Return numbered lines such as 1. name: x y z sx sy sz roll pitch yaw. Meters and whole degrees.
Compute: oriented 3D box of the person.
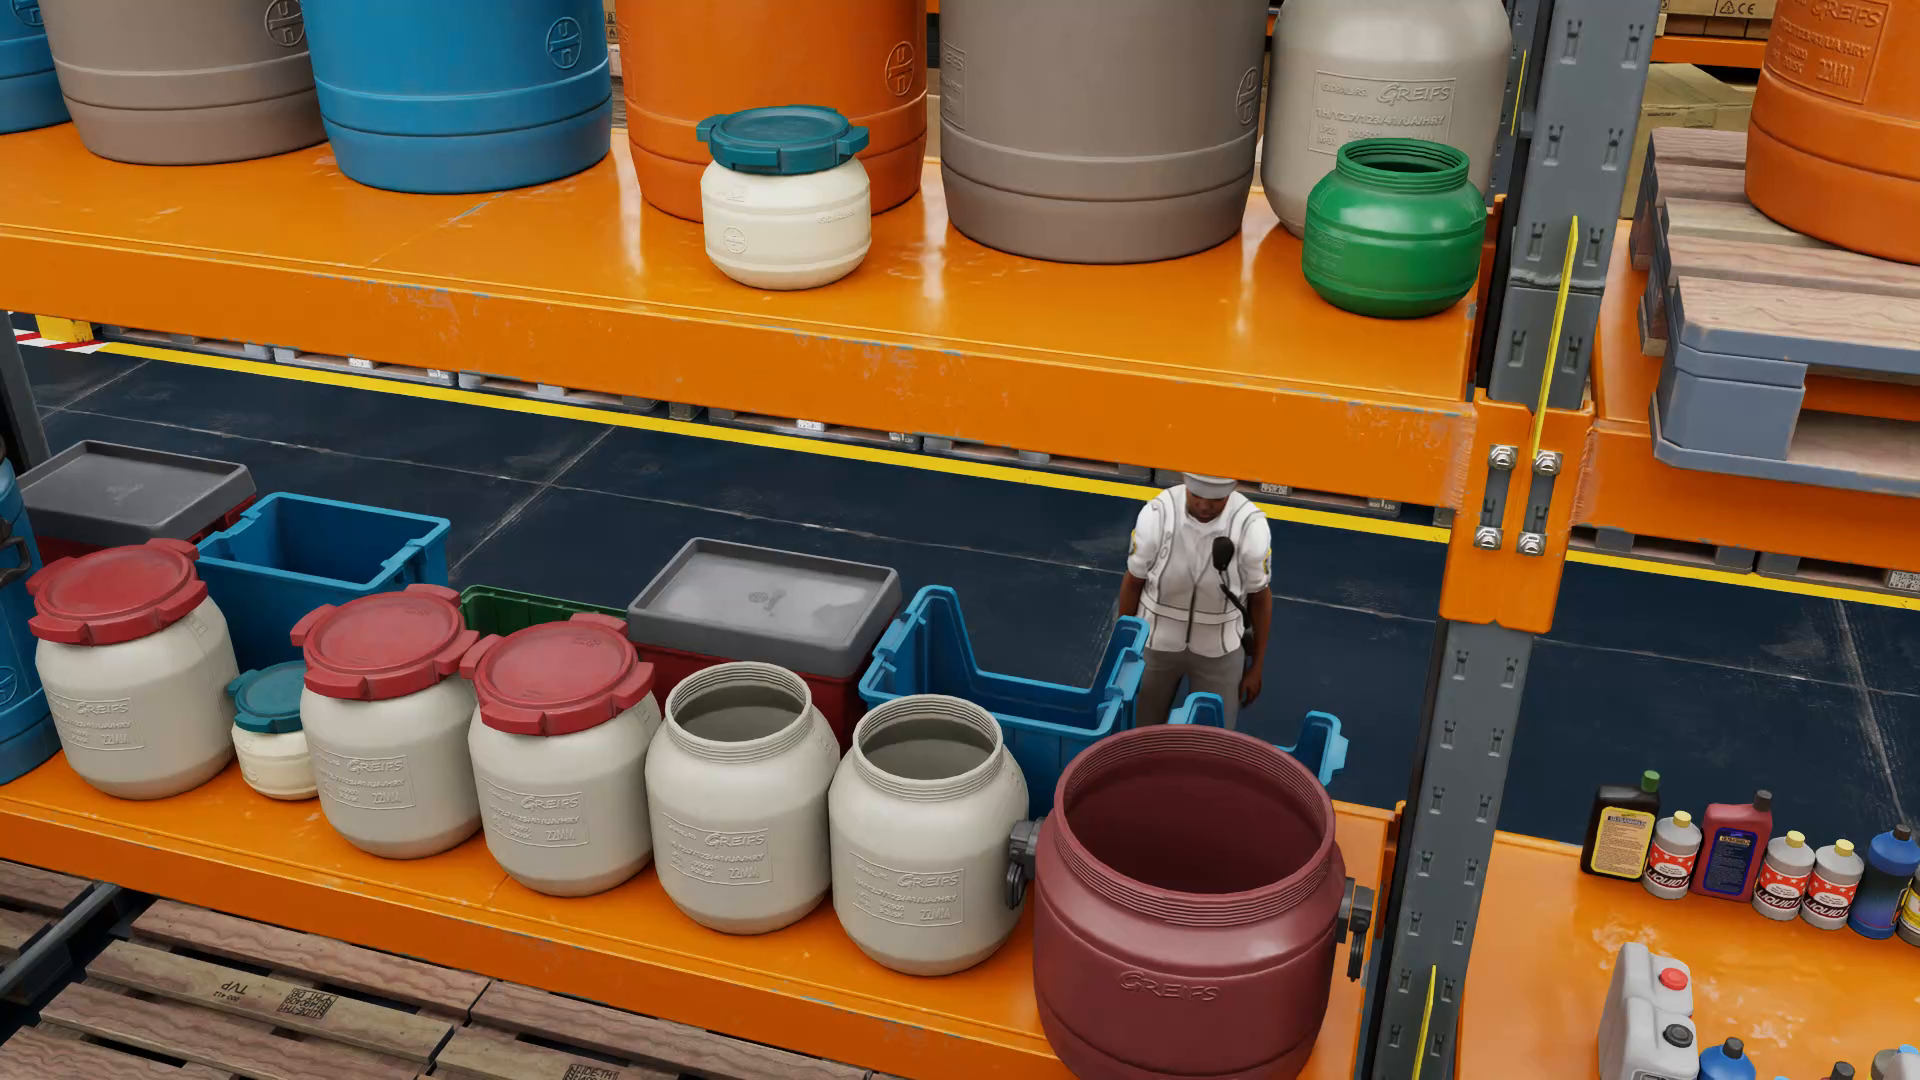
1. person: 0.735 0.393 5.432 0.522 1.657 0.425 7 30 12
